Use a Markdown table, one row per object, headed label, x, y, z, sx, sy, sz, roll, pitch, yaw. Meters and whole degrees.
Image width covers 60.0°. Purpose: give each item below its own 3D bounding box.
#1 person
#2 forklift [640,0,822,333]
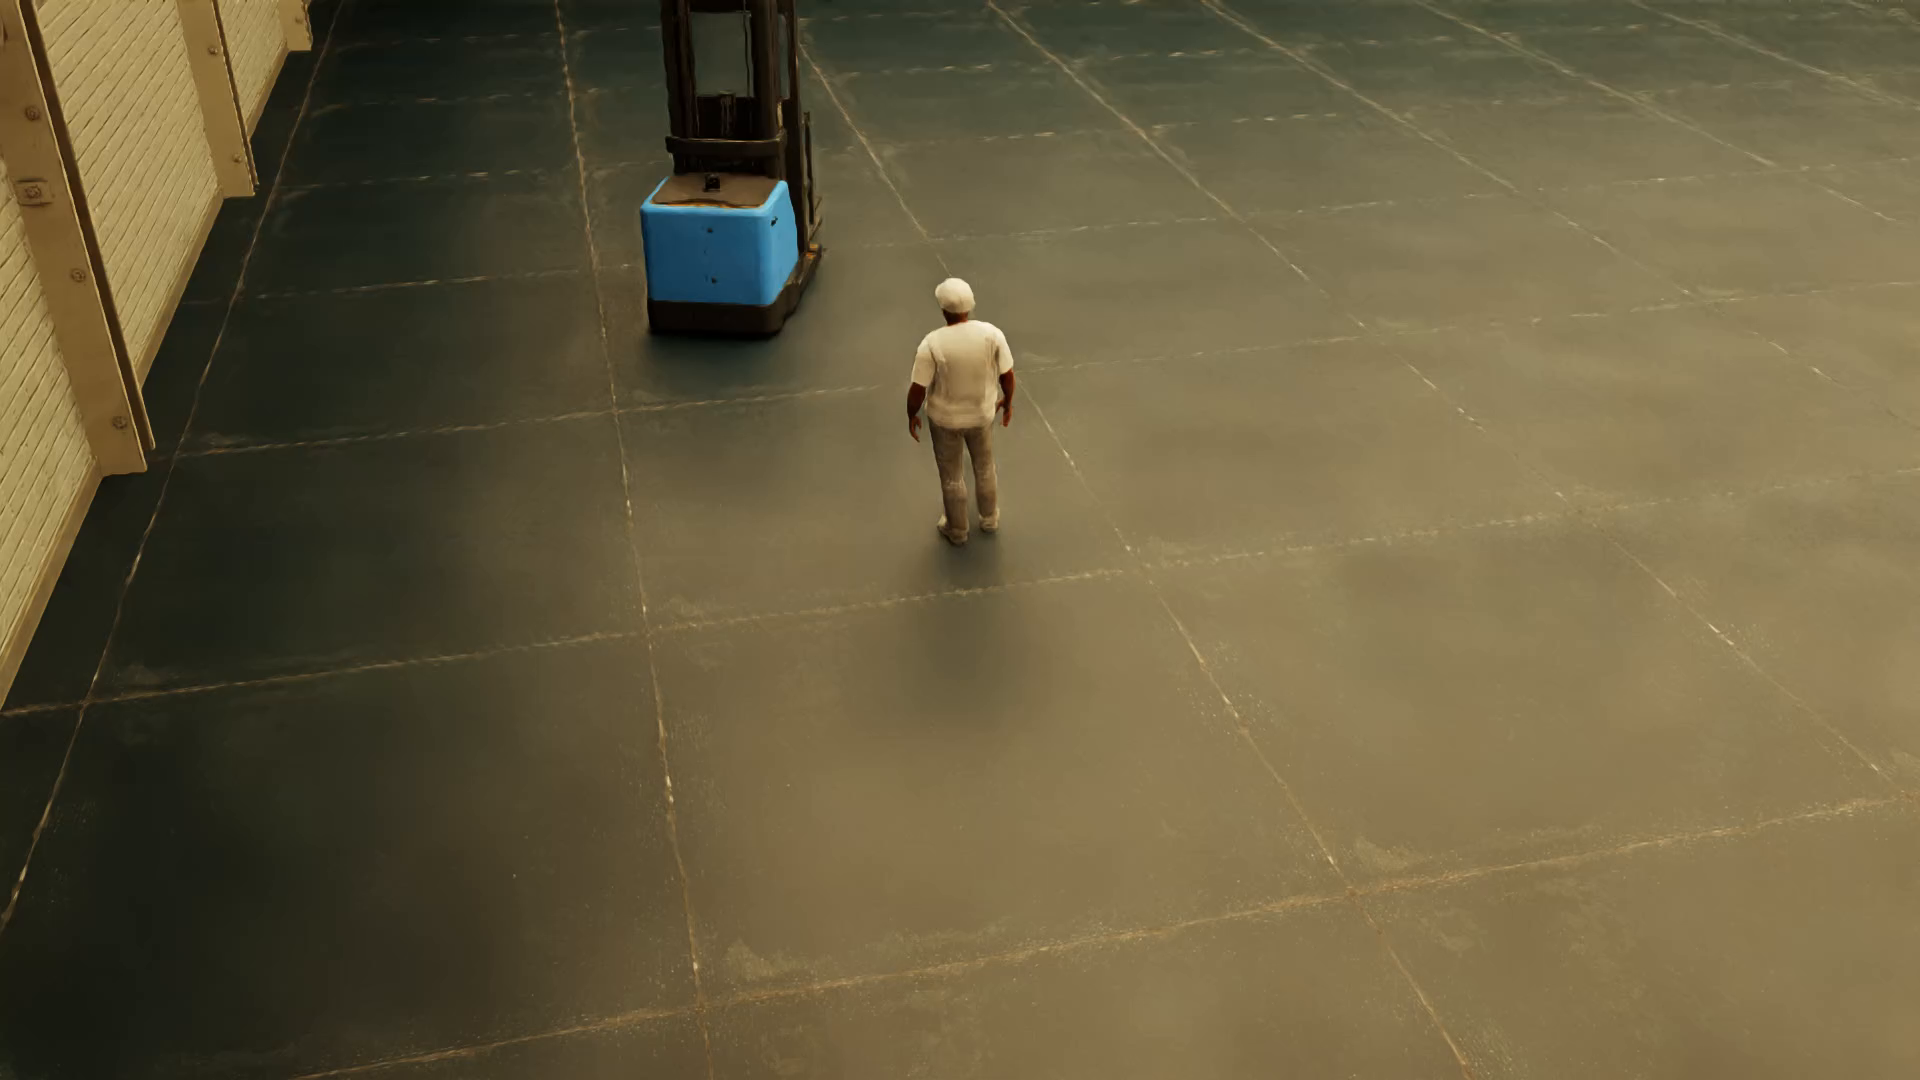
| label | x | y | z | sx | sy | sz | roll | pitch | yaw |
| --- | --- | --- | --- | --- | --- | --- | --- | --- | --- |
| person | -0.011 | -0.805 | 10.114 | 0.665 | 1.766 | 0.576 | -7 | 31 | -12 |
| forklift | -1.815 | -3.622 | 13.831 | 1.130 | 2.935 | 3.031 | 3 | 30 | 6 |
